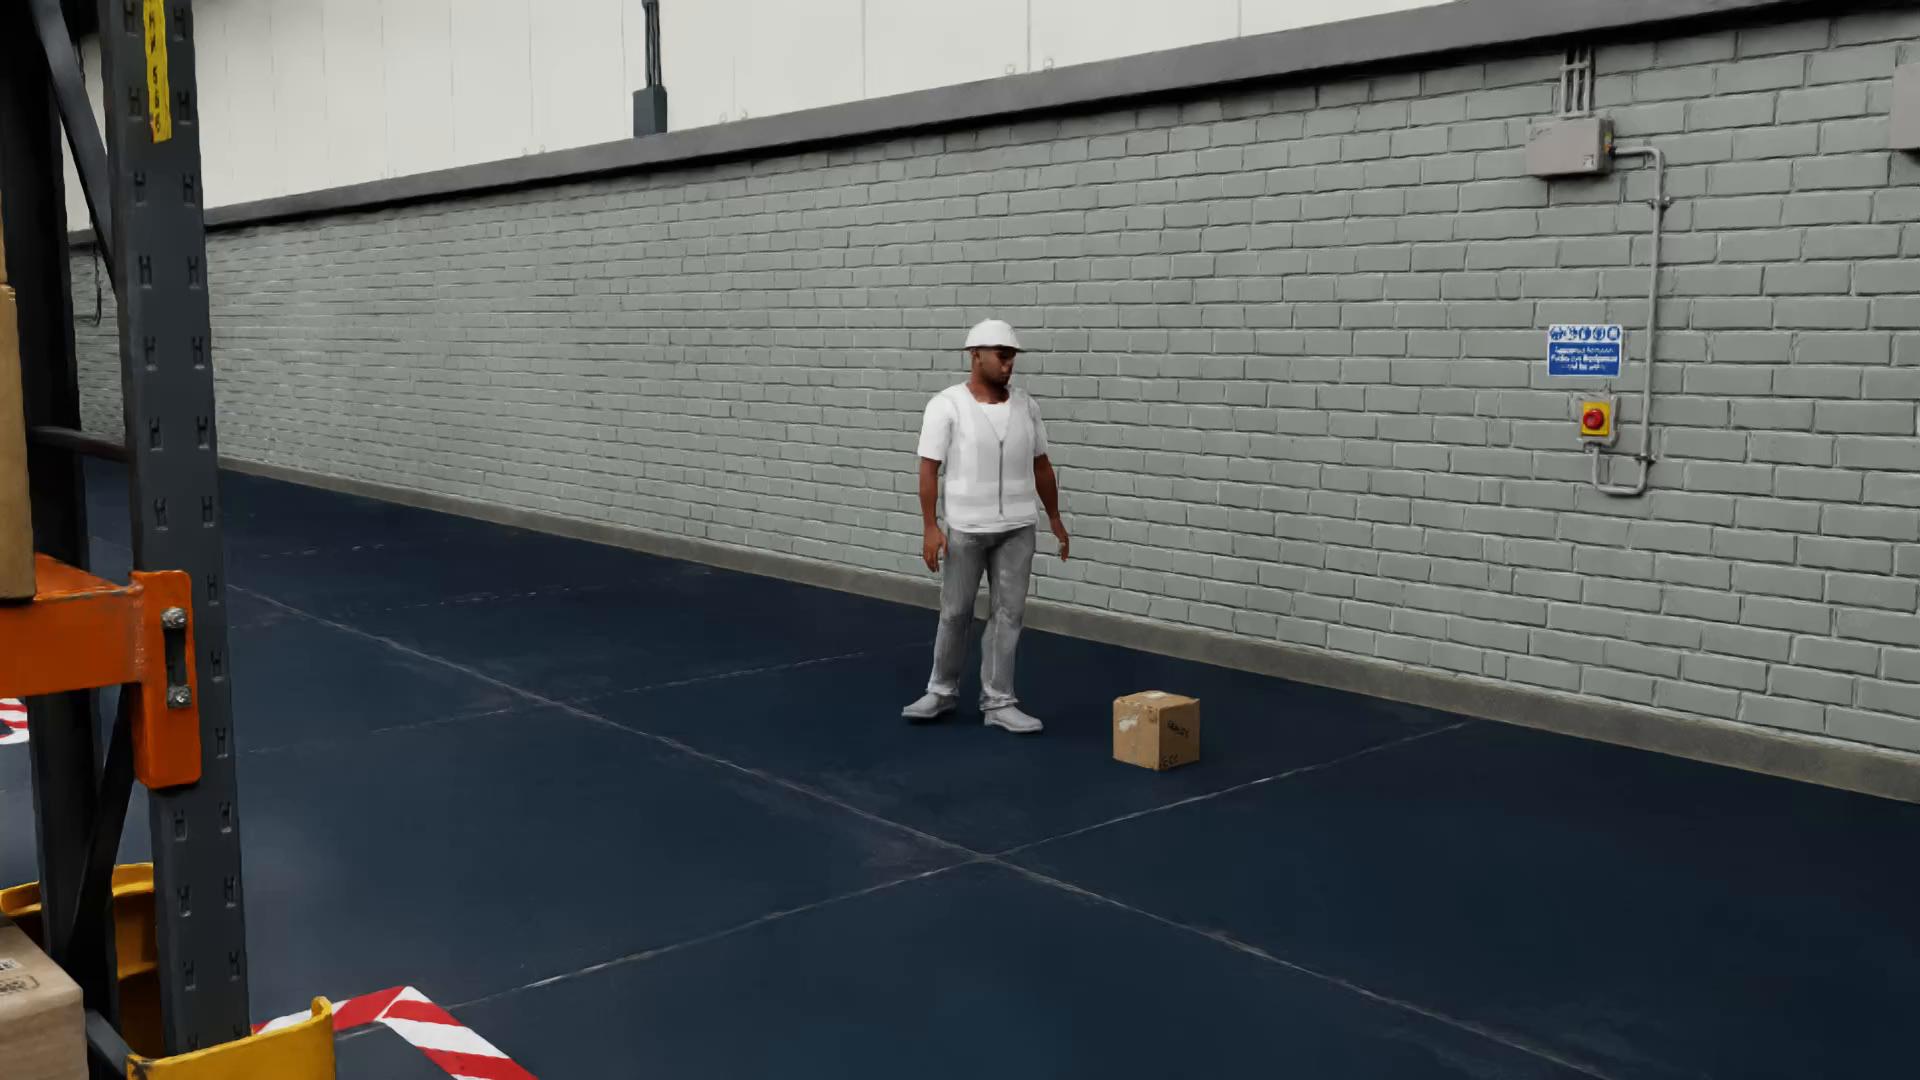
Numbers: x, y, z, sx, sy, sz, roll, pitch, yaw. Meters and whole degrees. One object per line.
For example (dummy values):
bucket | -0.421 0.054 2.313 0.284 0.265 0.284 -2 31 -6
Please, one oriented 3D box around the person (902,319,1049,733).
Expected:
person | 0.084 -0.064 7.192 0.651 1.759 0.524 -2 8 -18
